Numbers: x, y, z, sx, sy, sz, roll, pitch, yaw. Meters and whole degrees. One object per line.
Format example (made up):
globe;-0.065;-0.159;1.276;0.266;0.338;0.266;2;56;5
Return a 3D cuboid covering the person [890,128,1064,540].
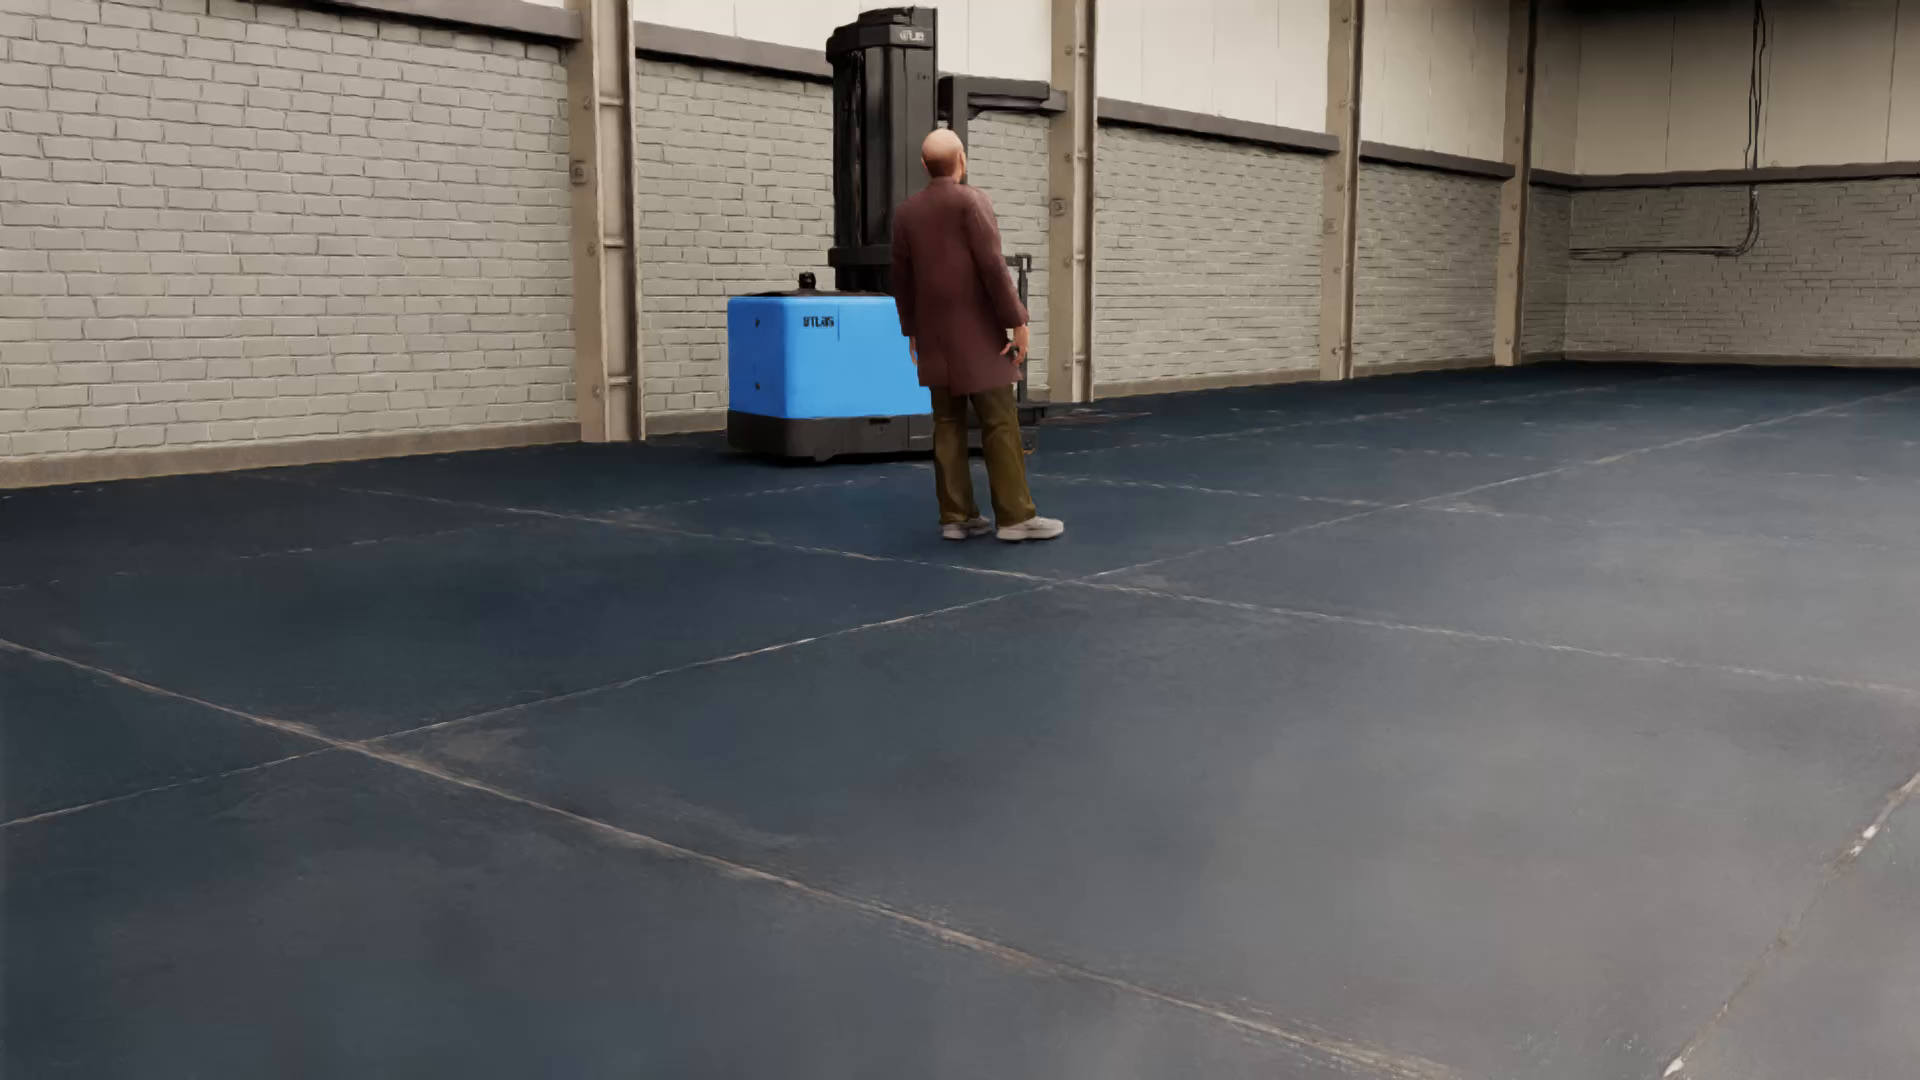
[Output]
person;0.061;-0.896;7.343;0.694;1.776;0.580;7;11;38

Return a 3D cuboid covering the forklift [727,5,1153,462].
forklift;-0.055;-2.082;11.508;3.031;2.935;1.130;-5;10;-31
